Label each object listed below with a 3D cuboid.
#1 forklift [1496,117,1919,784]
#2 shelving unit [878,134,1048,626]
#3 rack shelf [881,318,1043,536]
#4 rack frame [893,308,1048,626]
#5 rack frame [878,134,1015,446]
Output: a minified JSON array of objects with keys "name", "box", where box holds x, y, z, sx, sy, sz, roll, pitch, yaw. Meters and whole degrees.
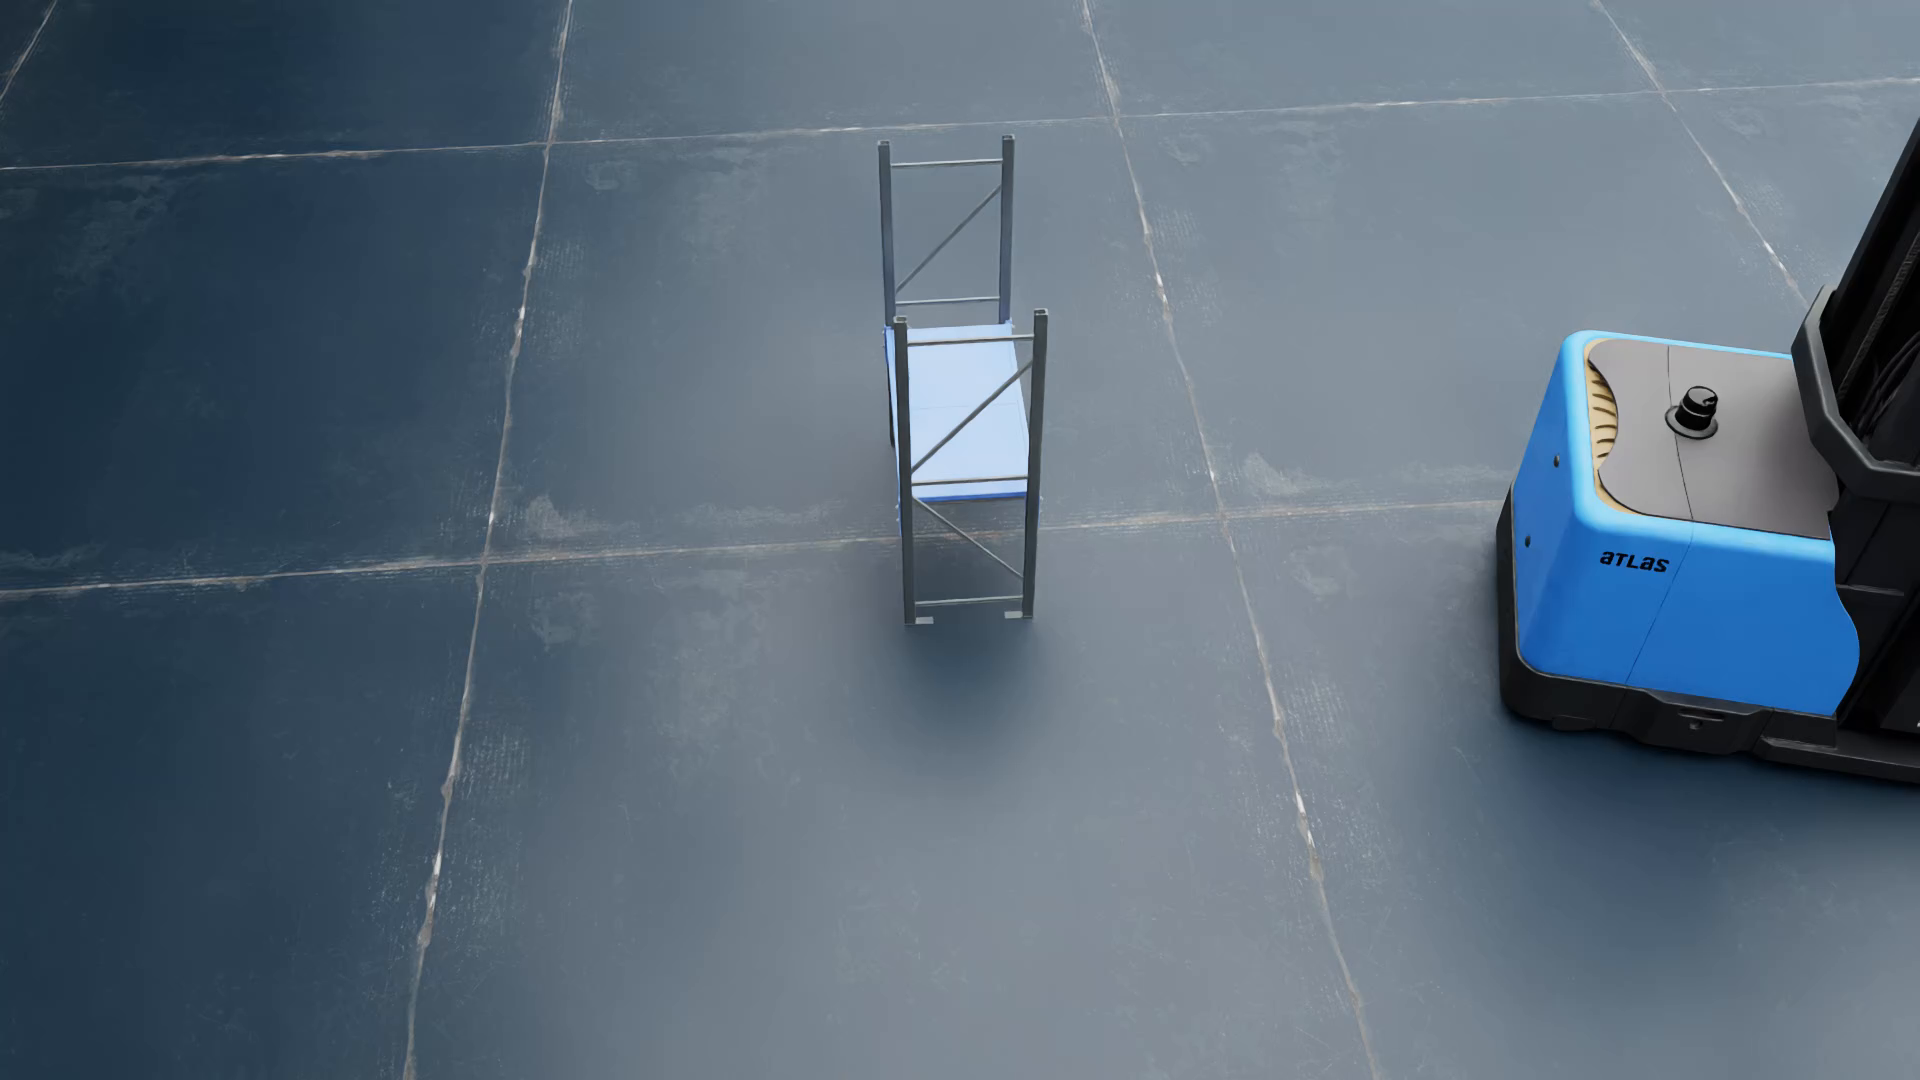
[{"name":"forklift","box":[3.558,-0.483,5.189,3.031,2.935,1.130,8,47,8]},{"name":"shelving unit","box":[-0.007,-0.577,6.264,0.538,1.500,1.048,-3,47,-3]},{"name":"rack shelf","box":[-0.007,-0.454,6.395,0.538,0.185,1.000,-3,47,-3]},{"name":"rack frame","box":[0.035,-0.210,5.916,0.500,1.500,0.032,-3,47,-3]},{"name":"rack frame","box":[-0.050,-0.945,6.612,0.500,1.500,0.032,-3,47,-3]}]
